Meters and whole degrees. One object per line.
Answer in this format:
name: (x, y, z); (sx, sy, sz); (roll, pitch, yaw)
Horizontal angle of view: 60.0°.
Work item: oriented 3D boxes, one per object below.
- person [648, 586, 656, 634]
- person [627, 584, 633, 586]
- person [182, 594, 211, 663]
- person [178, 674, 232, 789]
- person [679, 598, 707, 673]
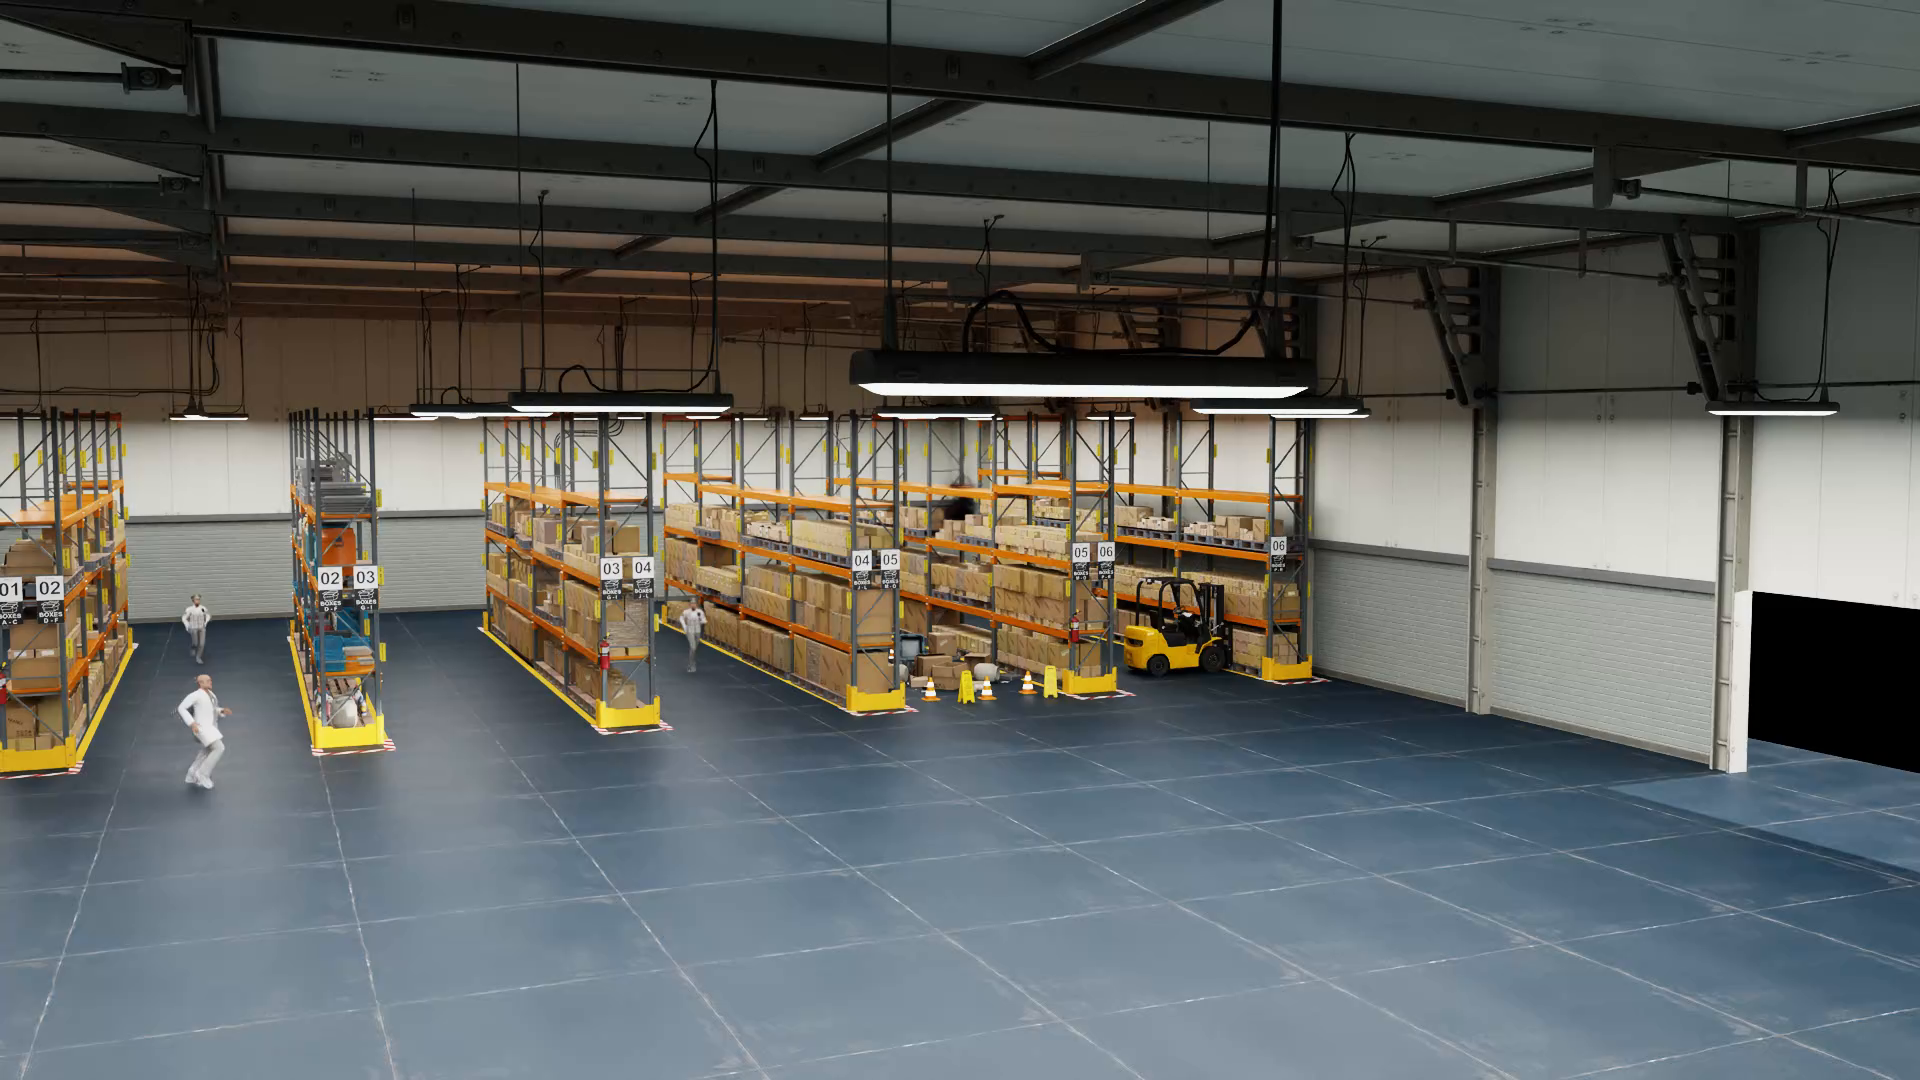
person: (-8.485, 1.704, 44.676); (0.672, 1.736, 0.838); (-1, 4, -16)
person: (-9.496, 1.567, 46.914); (0.732, 1.723, 0.915); (0, 4, -4)
person: (-18.267, 2.118, 39.832); (0.616, 1.660, 0.554); (-3, 5, -36)
person: (-11.851, 3.009, 26.171); (0.768, 1.794, 0.679); (0, 4, -3)
person: (-6.154, 2.198, 38.511); (0.581, 1.755, 0.741); (-2, 4, -26)
